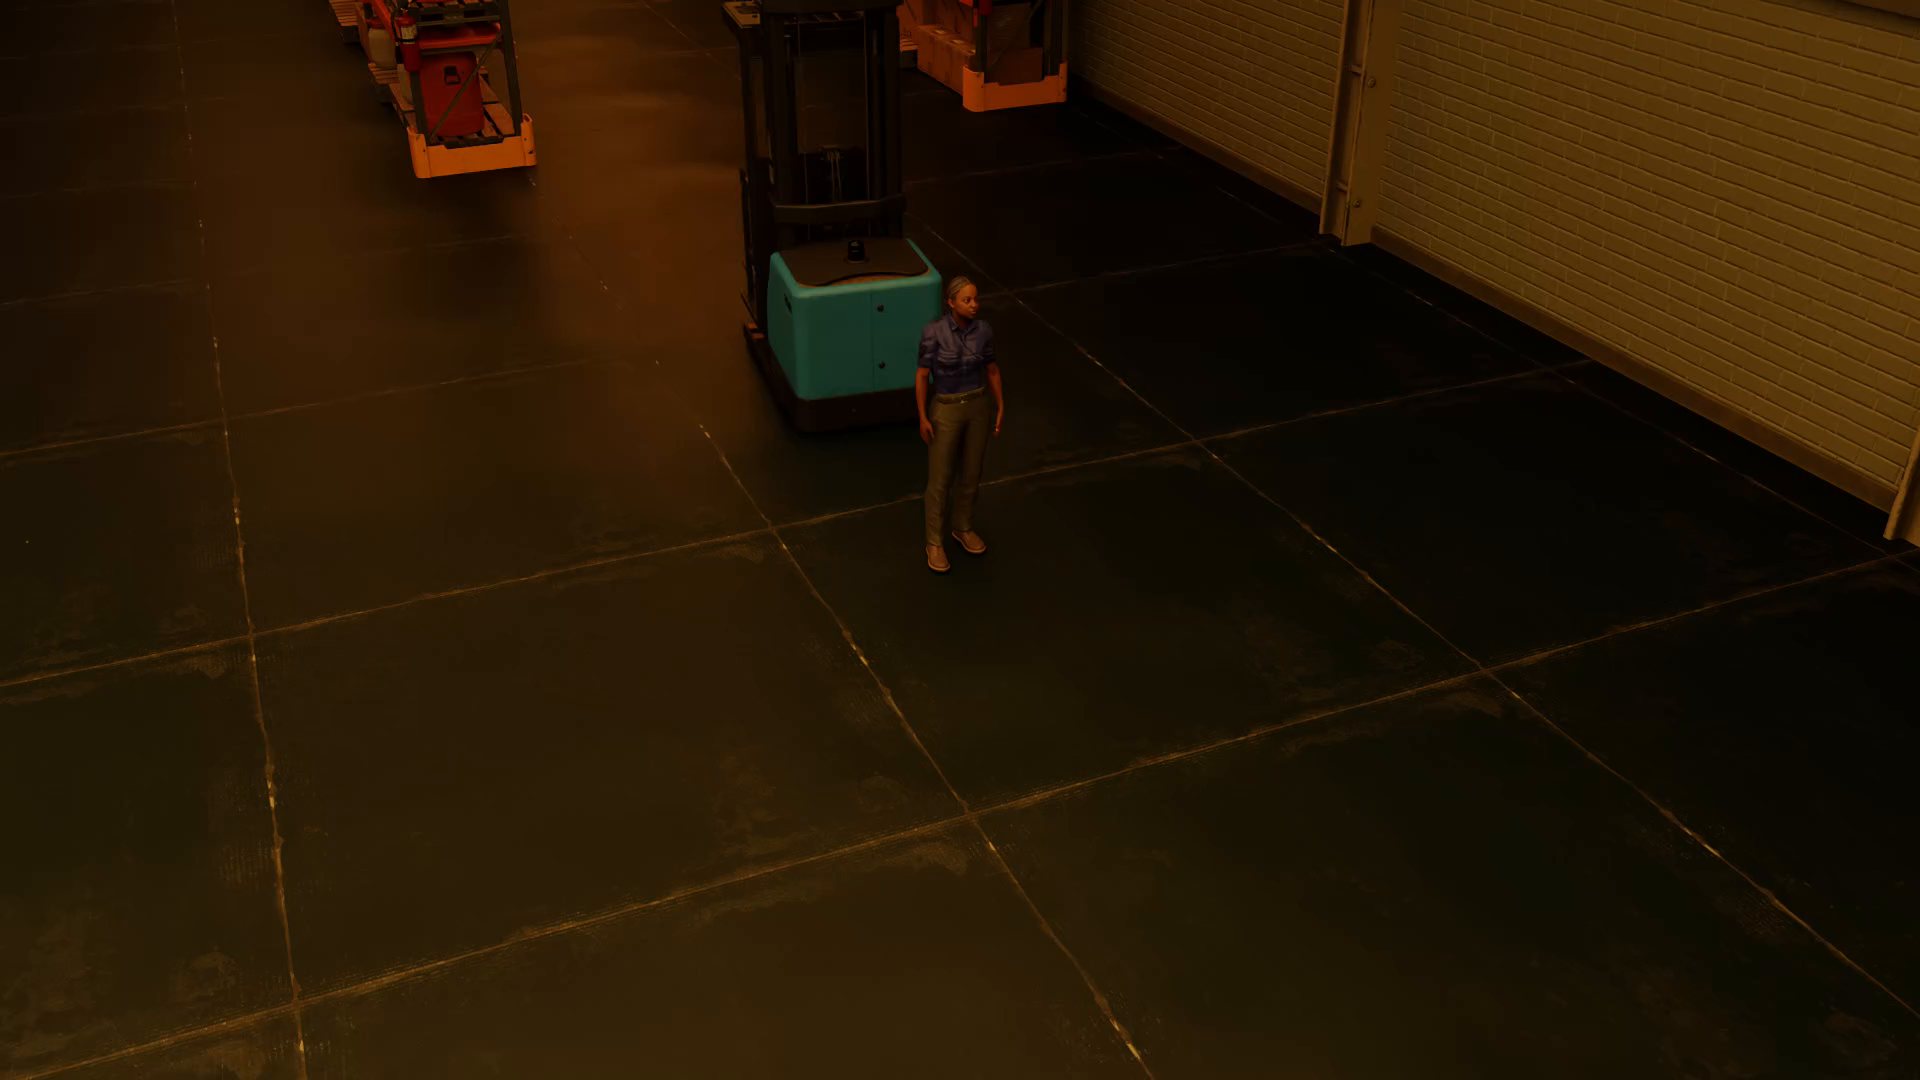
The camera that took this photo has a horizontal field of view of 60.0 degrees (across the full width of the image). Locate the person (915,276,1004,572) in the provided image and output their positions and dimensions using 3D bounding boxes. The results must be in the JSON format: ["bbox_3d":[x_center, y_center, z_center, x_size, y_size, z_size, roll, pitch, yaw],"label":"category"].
[{"bbox_3d":[0.017,-0.680,9.582,0.570,1.656,0.503,-12,32,-20],"label":"person"}]

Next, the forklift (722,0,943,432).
[{"bbox_3d":[-1.018,-2.714,11.867,1.130,2.935,3.031,-9,31,-15],"label":"forklift"}]
